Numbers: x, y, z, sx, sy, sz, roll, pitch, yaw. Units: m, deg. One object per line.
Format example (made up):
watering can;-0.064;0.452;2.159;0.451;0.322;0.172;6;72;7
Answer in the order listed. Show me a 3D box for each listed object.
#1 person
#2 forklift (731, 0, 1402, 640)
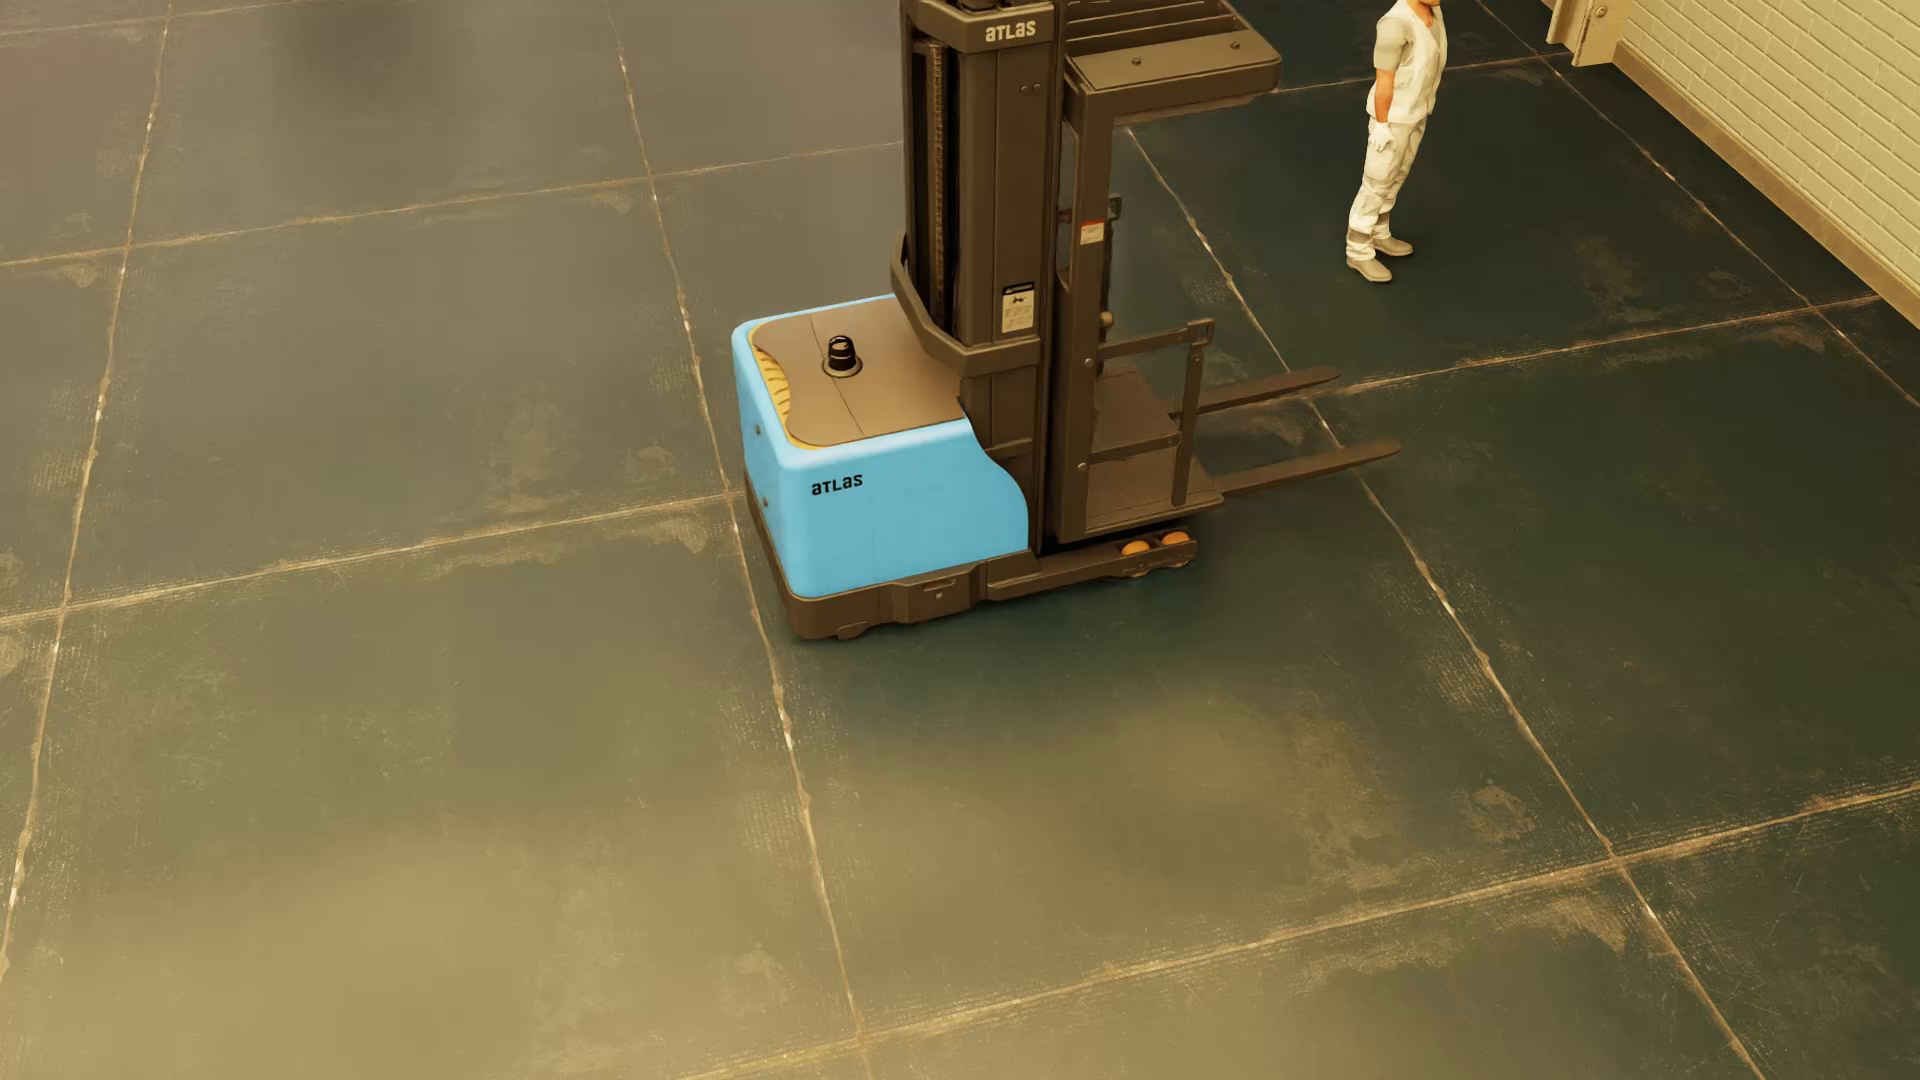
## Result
person;2.366;-2.267;8.876;0.374;1.794;0.535;26;49;25
forklift;0.567;-1.230;6.947;3.031;2.935;1.130;-13;45;-13
